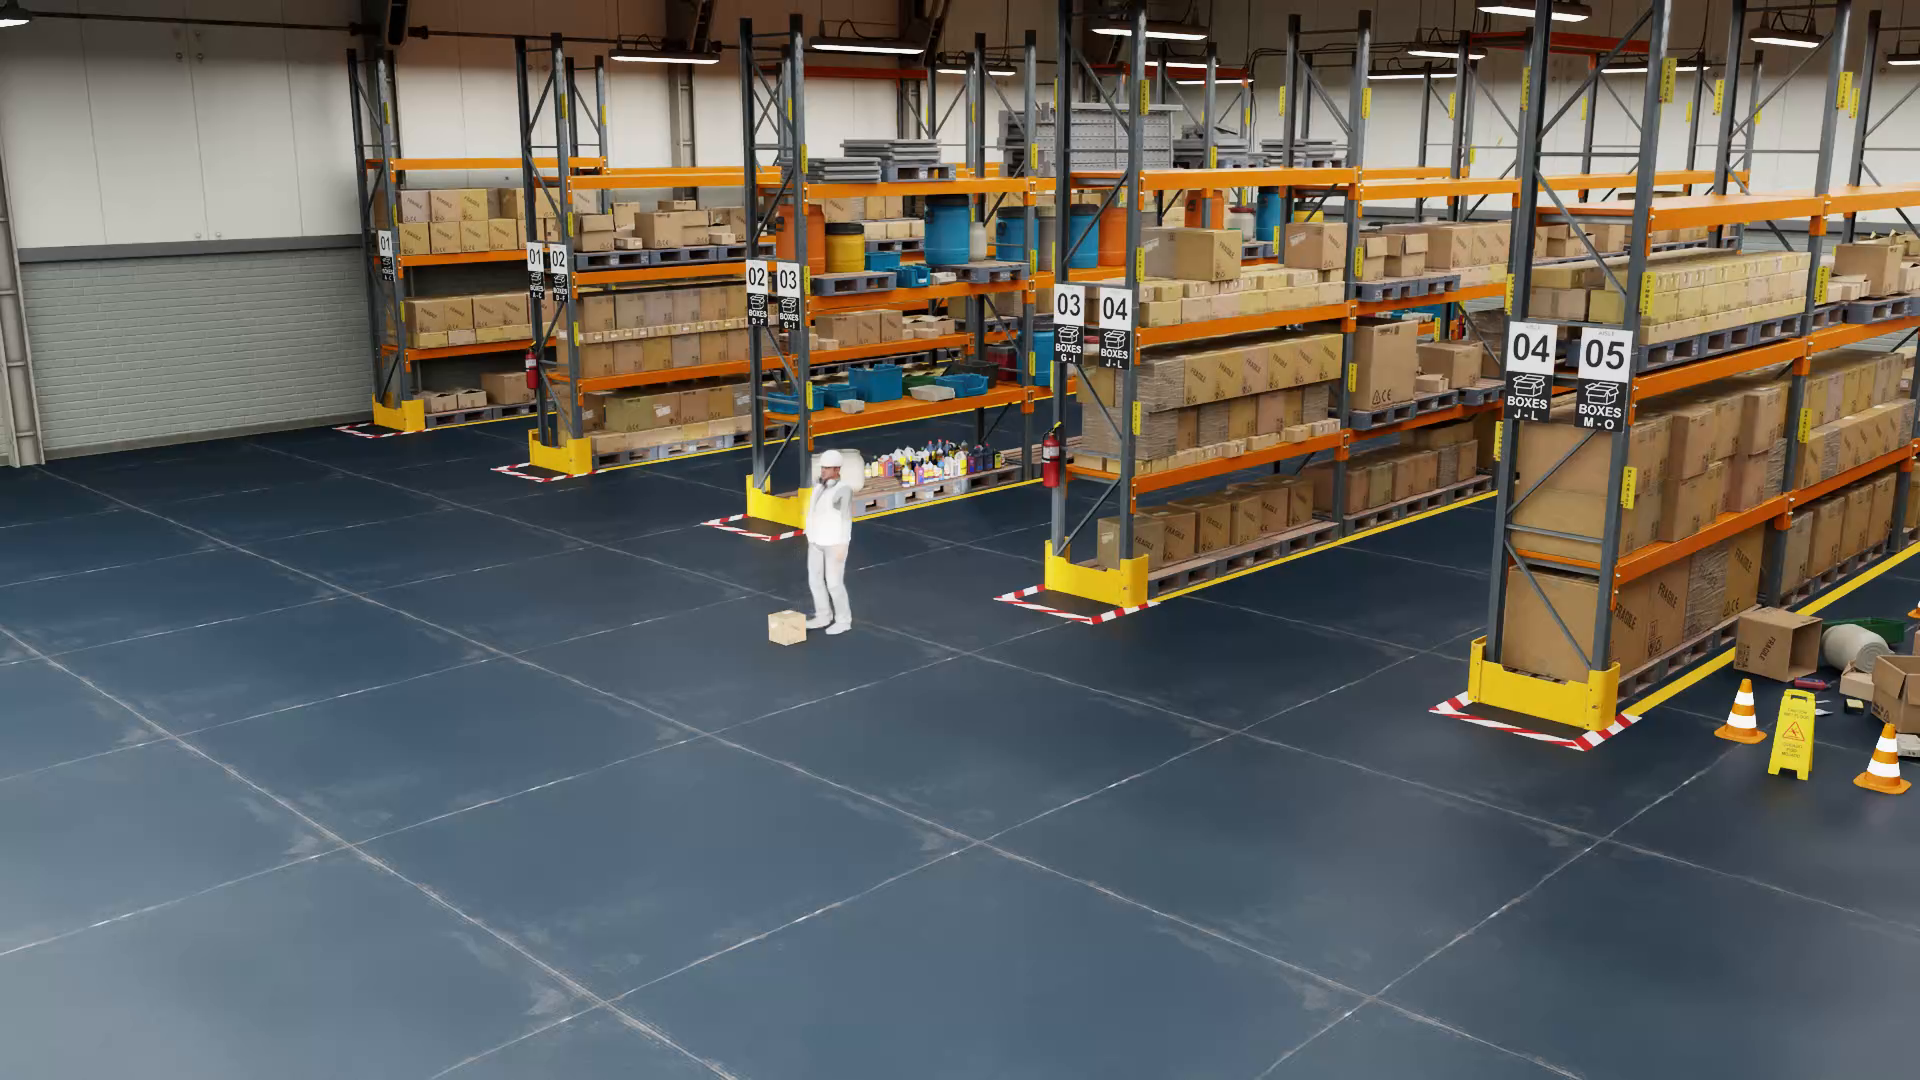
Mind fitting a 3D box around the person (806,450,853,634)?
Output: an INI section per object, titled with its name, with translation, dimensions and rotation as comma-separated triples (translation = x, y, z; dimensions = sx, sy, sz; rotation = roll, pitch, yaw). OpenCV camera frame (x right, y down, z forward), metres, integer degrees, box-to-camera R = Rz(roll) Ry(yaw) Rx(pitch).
[person]
translation = -1.254, 0.013, 15.908
dimensions = 0.375, 1.765, 0.532
rotation = -13, 19, -43
